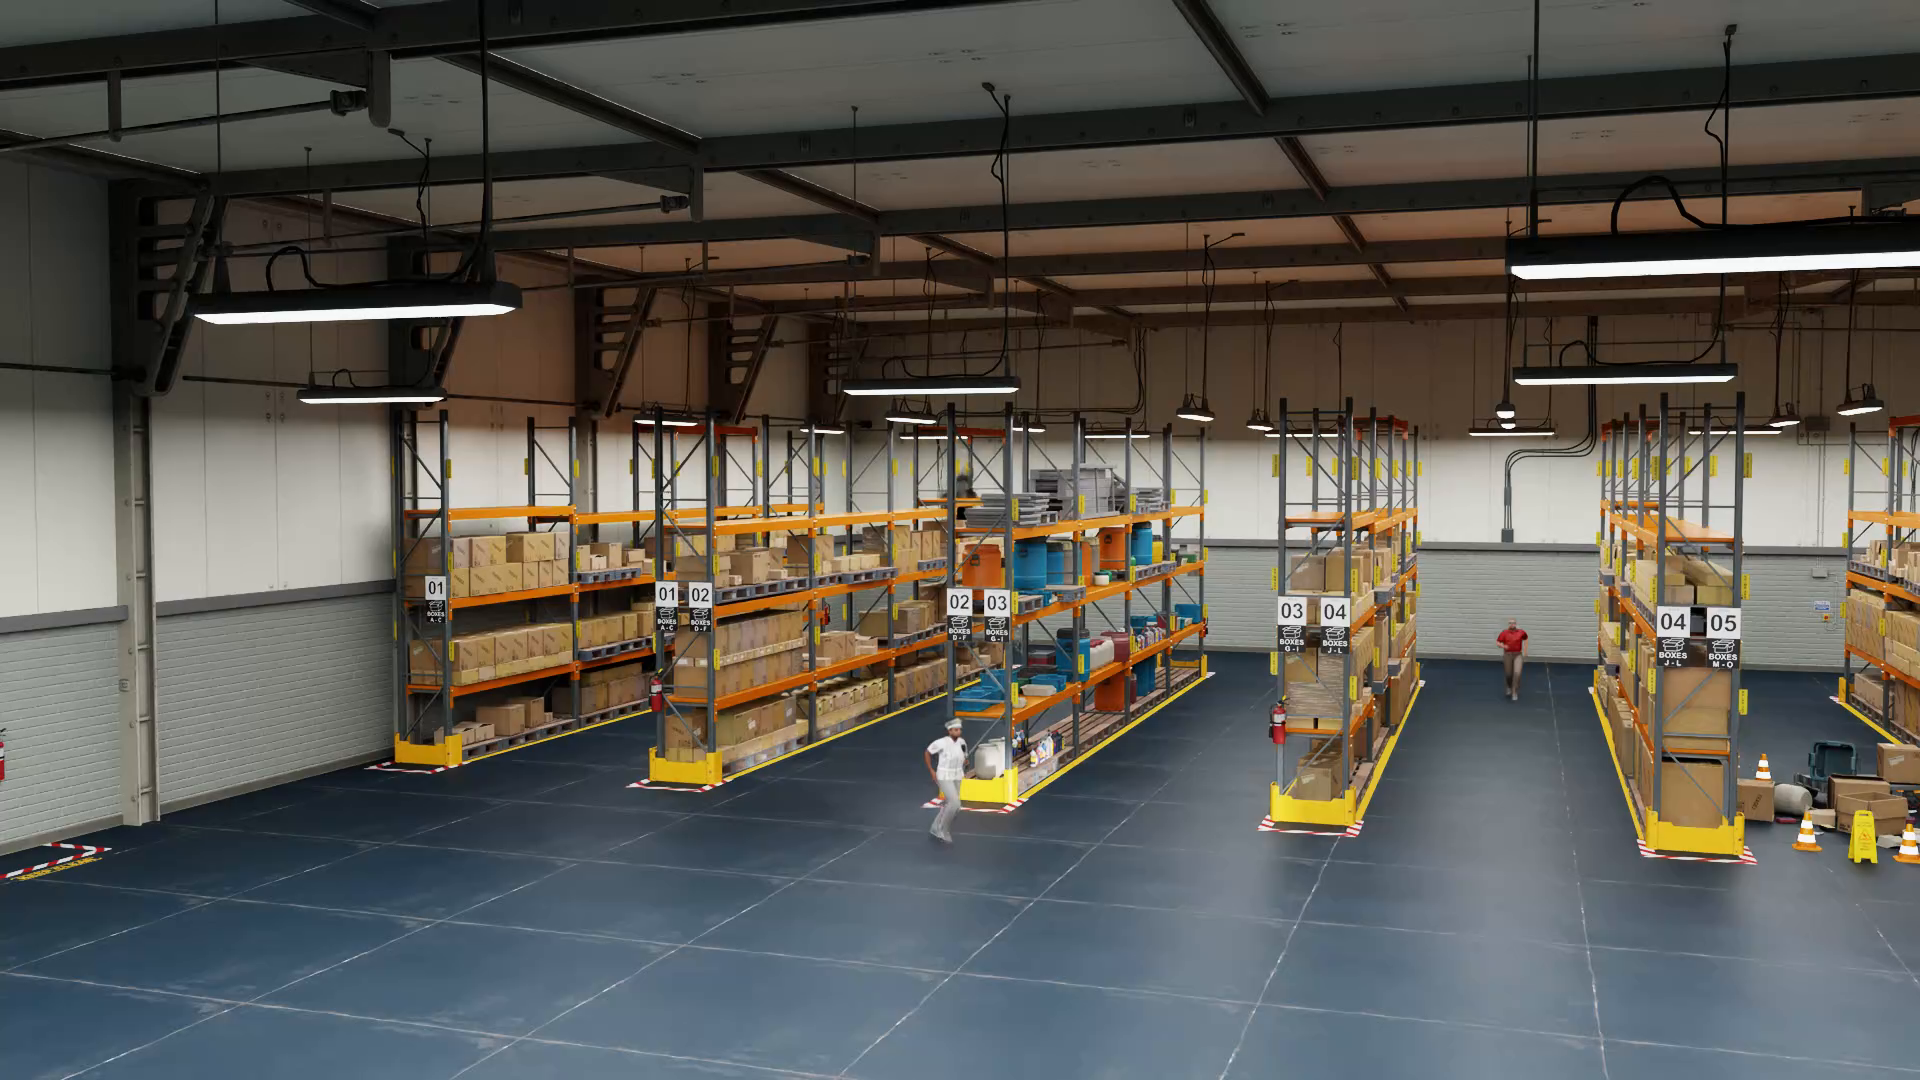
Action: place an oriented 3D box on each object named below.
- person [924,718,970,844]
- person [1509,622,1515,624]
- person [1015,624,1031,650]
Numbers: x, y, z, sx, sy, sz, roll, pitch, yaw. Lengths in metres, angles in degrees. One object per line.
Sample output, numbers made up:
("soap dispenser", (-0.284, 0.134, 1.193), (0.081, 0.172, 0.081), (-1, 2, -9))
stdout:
("person", (-0.138, 3.212, 22.231), (0.559, 1.683, 0.730), (-2, 3, -41))
("person", (12.016, 1.808, 36.161), (0.159, 0.054, 0.153), (1, 3, 21))
("person", (1.583, 2.090, 42.383), (0.445, 1.483, 0.397), (2, 3, 37))
